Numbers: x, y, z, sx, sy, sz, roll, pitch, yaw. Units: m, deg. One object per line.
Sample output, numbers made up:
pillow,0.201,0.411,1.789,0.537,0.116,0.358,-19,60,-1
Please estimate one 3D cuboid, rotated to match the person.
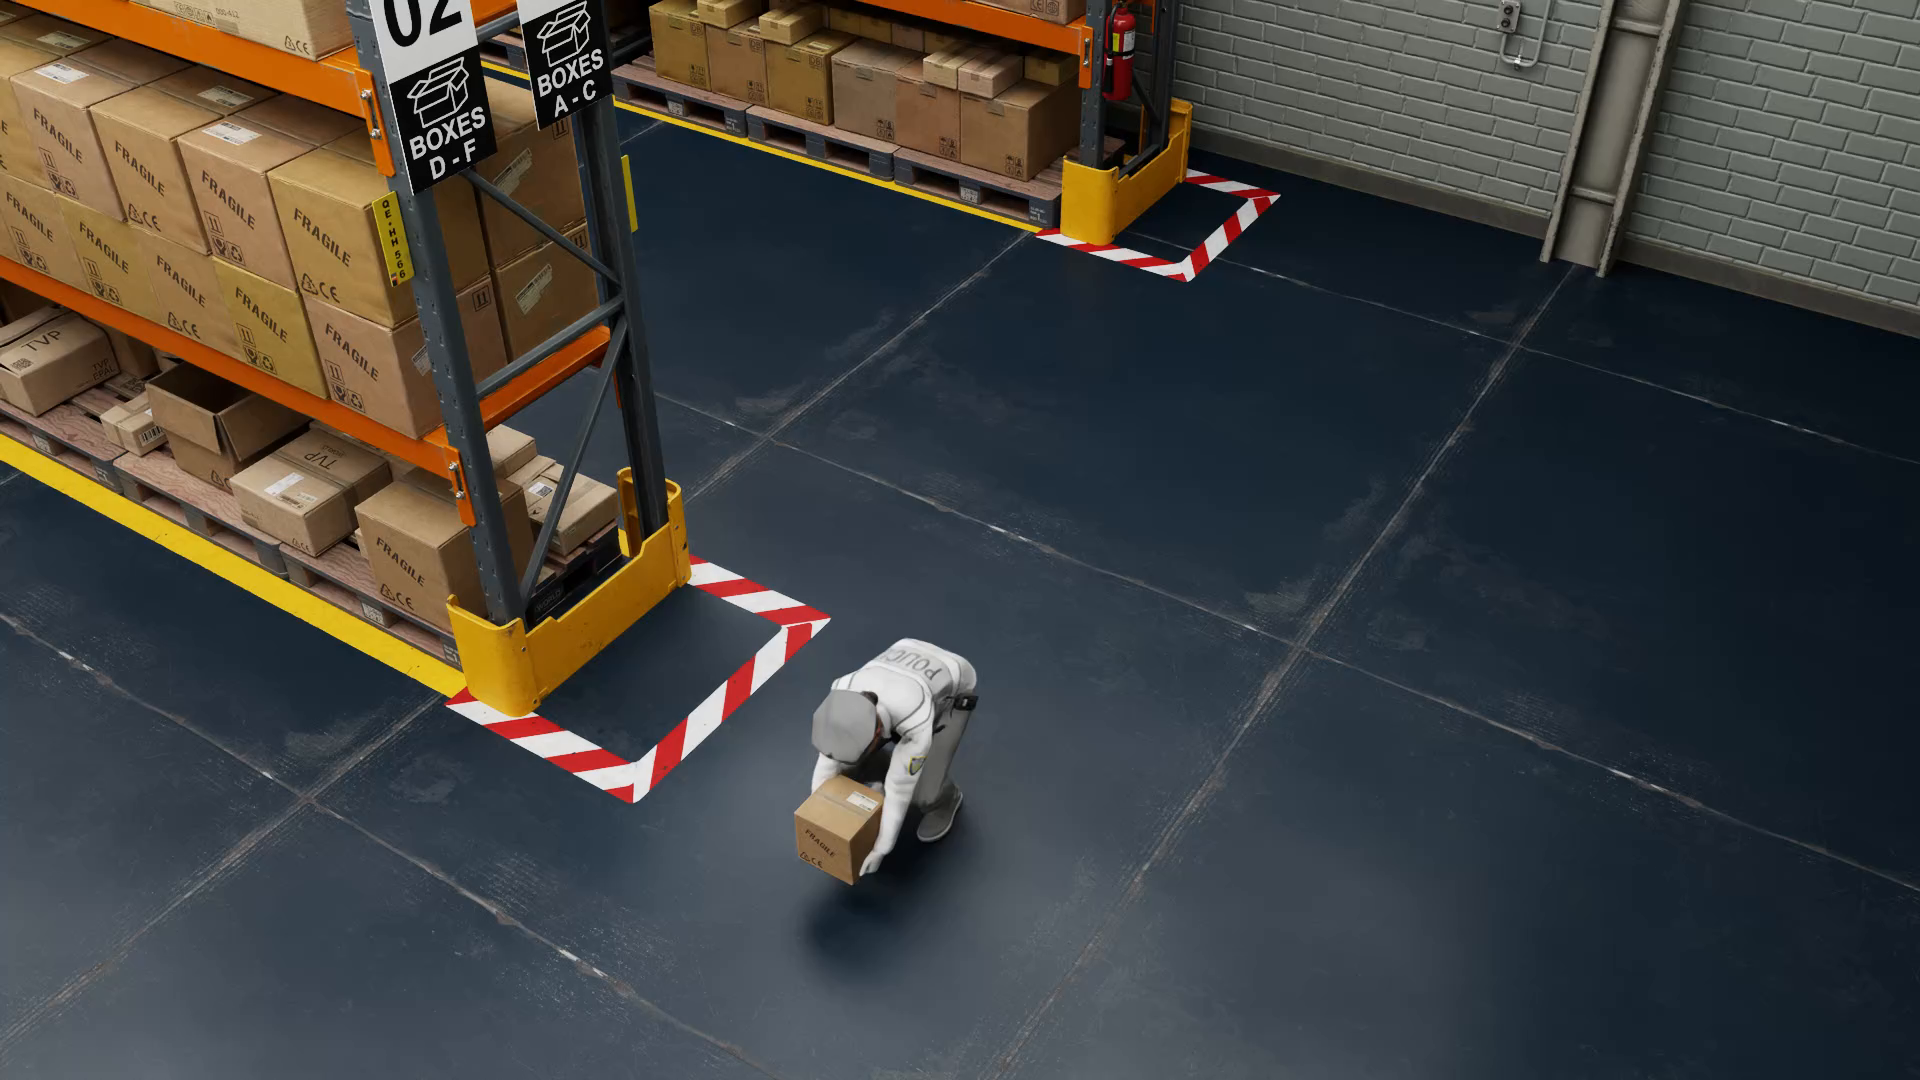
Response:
person,-0.258,0.772,6.269,0.458,0.981,0.876,20,43,24
